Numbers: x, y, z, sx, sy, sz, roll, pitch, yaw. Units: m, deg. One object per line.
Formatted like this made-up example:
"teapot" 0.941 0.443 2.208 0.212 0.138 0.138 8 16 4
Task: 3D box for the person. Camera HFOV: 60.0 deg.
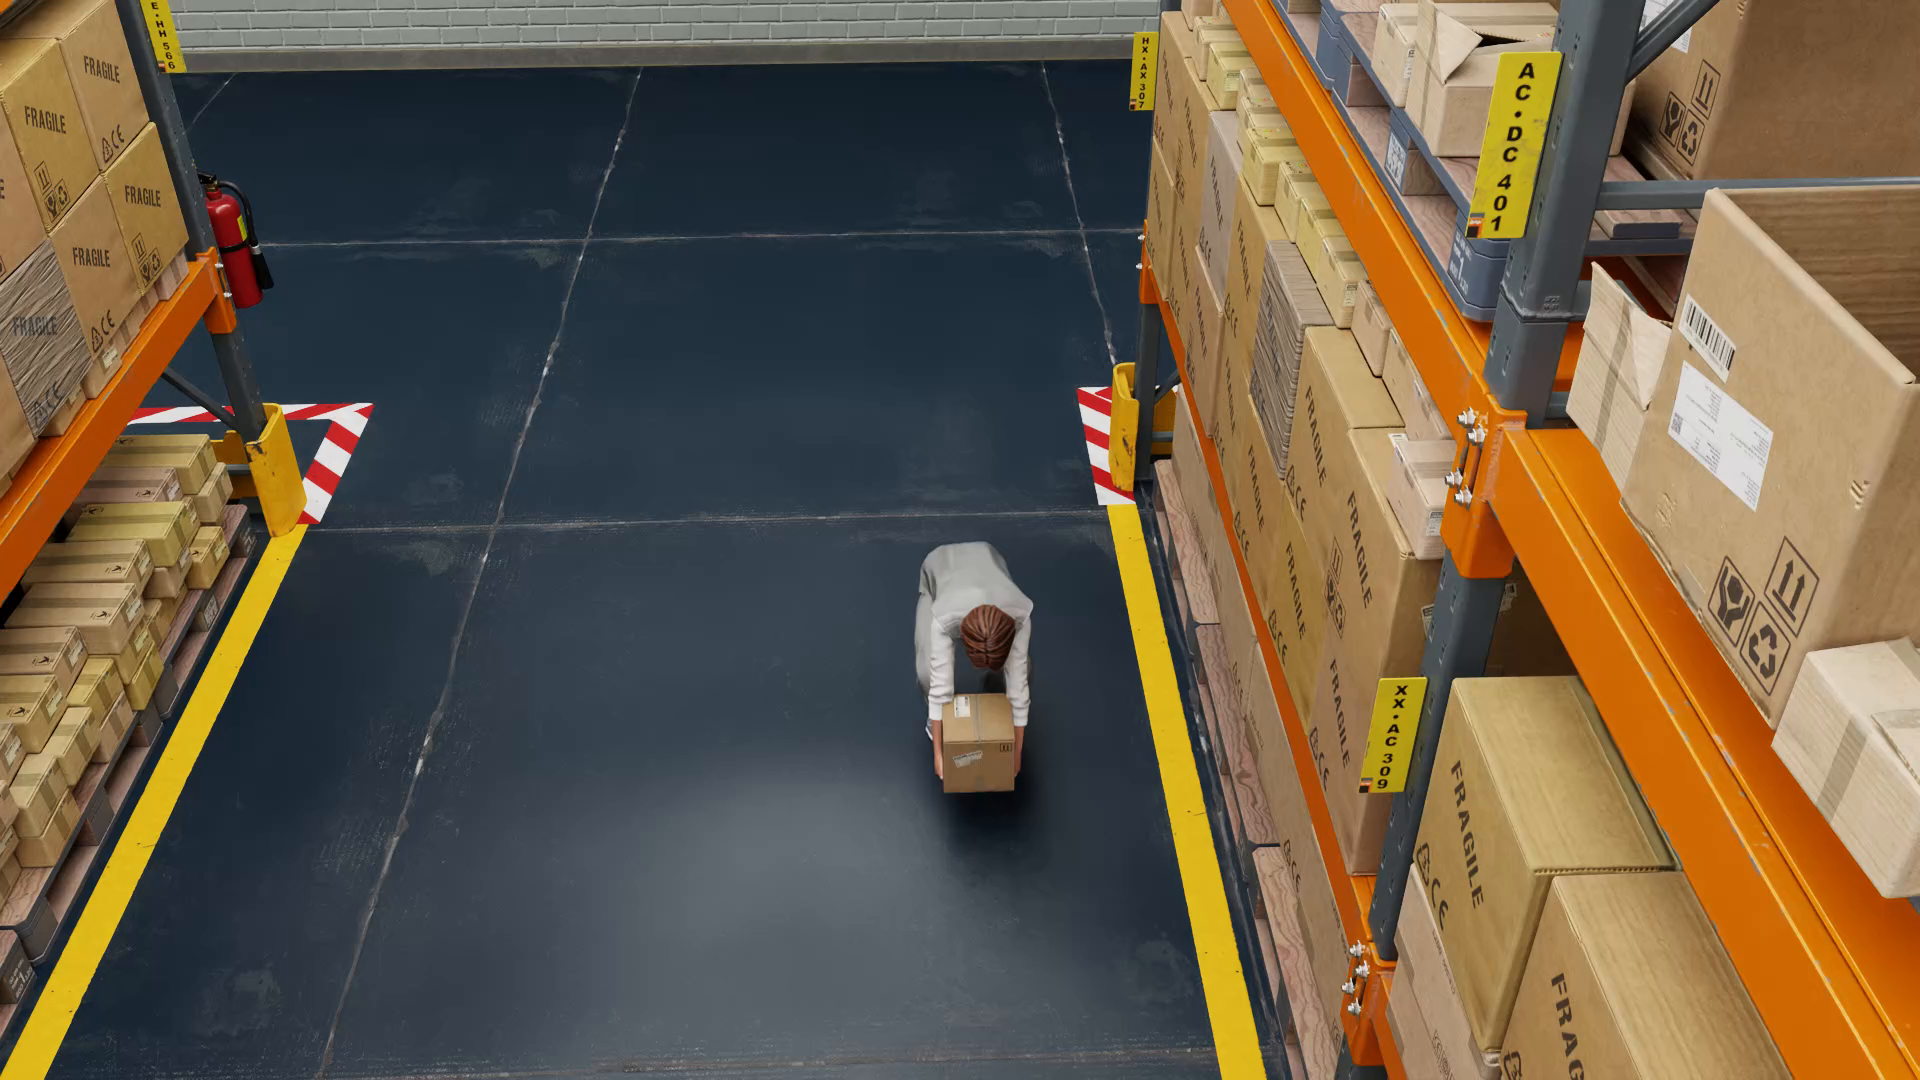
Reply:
"person" 0.051 0.457 6.177 0.430 0.832 0.851 -3 36 -4
